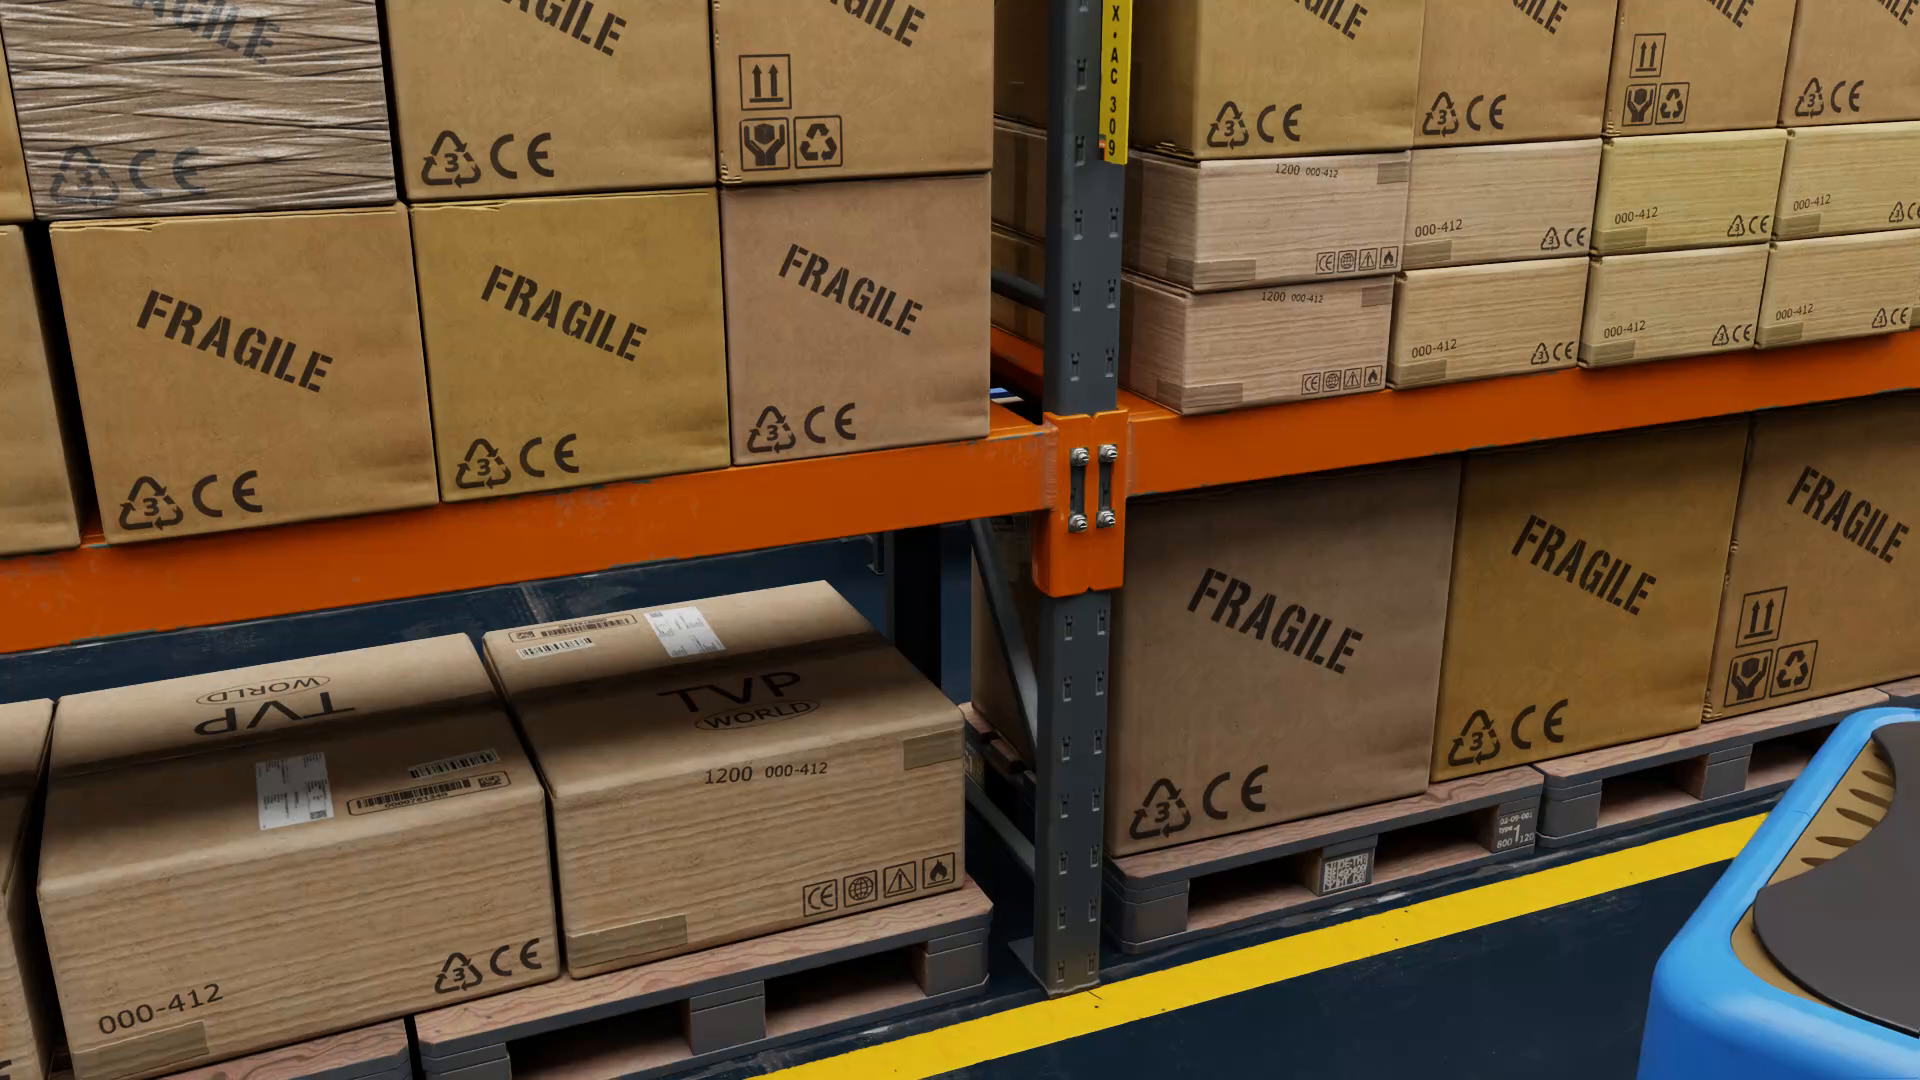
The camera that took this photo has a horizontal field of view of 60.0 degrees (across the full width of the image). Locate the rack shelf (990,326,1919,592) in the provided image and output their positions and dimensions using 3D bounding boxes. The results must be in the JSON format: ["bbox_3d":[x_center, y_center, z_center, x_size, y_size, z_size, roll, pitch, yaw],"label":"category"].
[{"bbox_3d":[1.893,-0.488,4.475,4.000,0.370,1.077,-8,21,-22],"label":"rack shelf"}]

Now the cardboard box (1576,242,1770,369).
[{"bbox_3d":[1.516,-0.602,3.941,0.500,0.250,0.500,-8,21,-22],"label":"cardboard box"}]

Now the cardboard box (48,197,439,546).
[{"bbox_3d":[-1.194,-0.332,2.799,0.500,0.500,0.500,-8,21,-23],"label":"cardboard box"}]

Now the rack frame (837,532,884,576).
[{"bbox_3d":[-0.388,-0.652,6.115,0.032,1.500,0.500,-8,21,-22],"label":"rack frame"}]

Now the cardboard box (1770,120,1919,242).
[{"bbox_3d":[1.977,-0.904,4.045,0.500,0.250,0.500,-9,21,-24],"label":"cardboard box"}]

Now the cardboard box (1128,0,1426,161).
[{"bbox_3d":[0.574,-1.053,3.341,0.500,0.500,0.500,-8,21,-21],"label":"cardboard box"}]

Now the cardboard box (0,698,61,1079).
[{"bbox_3d":[-2.213,0.732,3.152,0.875,0.438,0.875,-8,21,-20],"label":"cardboard box"}]

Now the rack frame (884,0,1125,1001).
[{"bbox_3d":[0.056,-0.564,3.608,0.127,3.000,1.000,-8,21,-22],"label":"rack frame"}]

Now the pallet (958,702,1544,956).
[{"bbox_3d":[0.735,0.627,4.425,1.213,0.211,1.003,-8,21,-22],"label":"pallet"}]

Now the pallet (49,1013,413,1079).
[{"bbox_3d":[-1.795,0.989,3.395,1.213,0.211,1.003,-8,21,-22],"label":"pallet"}]

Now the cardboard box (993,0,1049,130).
[{"bbox_3d":[0.367,-1.218,3.810,0.500,0.500,0.500,-7,21,-20],"label":"cardboard box"}]

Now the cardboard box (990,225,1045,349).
[{"bbox_3d":[0.368,-0.629,4.019,0.500,0.250,0.500,-9,21,-23],"label":"cardboard box"}]

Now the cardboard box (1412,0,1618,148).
[{"bbox_3d":[1.030,-1.129,3.555,0.500,0.500,0.500,-8,21,-22],"label":"cardboard box"}]

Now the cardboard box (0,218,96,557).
[{"bbox_3d":[-1.681,-0.268,2.617,0.500,0.500,0.500,-7,21,-20],"label":"cardboard box"}]

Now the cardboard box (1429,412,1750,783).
[{"bbox_3d":[1.420,0.013,4.536,0.875,0.875,0.875,-8,21,-20],"label":"cardboard box"}]

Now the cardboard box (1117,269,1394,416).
[{"bbox_3d":[0.565,-0.471,3.569,0.500,0.250,0.500,-9,21,-23],"label":"cardboard box"}]

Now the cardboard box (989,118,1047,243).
[{"bbox_3d":[0.365,-0.861,3.925,0.500,0.250,0.500,-8,21,-22],"label":"cardboard box"}]

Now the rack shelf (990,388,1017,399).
[{"bbox_3d":[0.078,-0.549,6.365,1.000,0.185,0.538,-8,21,-22],"label":"rack shelf"}]

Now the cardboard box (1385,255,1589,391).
[{"bbox_3d":[1.040,-0.539,3.763,0.500,0.250,0.500,-9,21,-23],"label":"cardboard box"}]

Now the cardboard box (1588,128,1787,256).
[{"bbox_3d":[1.514,-0.837,3.855,0.500,0.250,0.500,-8,21,-21],"label":"cardboard box"}]

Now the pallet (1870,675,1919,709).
[{"bbox_3d":[2.975,0.306,5.336,1.213,0.211,1.003,-8,21,-22],"label":"pallet"}]

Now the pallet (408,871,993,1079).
[{"bbox_3d":[-0.673,0.827,3.855,1.213,0.211,1.003,-8,21,-22],"label":"pallet"}]

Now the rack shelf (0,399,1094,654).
[{"bbox_3d":[-1.780,0.038,2.980,4.000,0.370,1.077,-8,21,-22],"label":"rack shelf"}]

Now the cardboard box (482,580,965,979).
[{"bbox_3d":[-0.563,0.496,3.822,0.875,0.438,0.875,-8,21,-23],"label":"cardboard box"}]

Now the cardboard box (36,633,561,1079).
[{"bbox_3d":[-1.384,0.614,3.487,0.875,0.438,0.875,-9,21,-24],"label":"cardboard box"}]

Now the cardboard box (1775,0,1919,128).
[{"bbox_3d":[1.964,-1.264,3.939,0.500,0.500,0.500,-9,21,-23],"label":"cardboard box"}]

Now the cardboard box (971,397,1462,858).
[{"bbox_3d":[0.594,0.134,4.192,0.875,0.875,0.875,-7,21,-20],"label":"cardboard box"}]

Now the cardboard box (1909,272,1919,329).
[{"bbox_3d":[2.436,-0.741,4.335,0.500,0.250,0.500,-8,21,-22],"label":"cardboard box"}]

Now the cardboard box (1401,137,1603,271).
[{"bbox_3d":[1.040,-0.778,3.689,0.500,0.250,0.500,-8,21,-21],"label":"cardboard box"}]

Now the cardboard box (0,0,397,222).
[{"bbox_3d":[-1.200,-0.803,2.629,0.500,0.500,0.500,-8,21,-21],"label":"cardboard box"}]

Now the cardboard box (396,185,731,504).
[{"bbox_3d":[-0.738,-0.403,3.000,0.500,0.500,0.500,-9,21,-23],"label":"cardboard box"}]

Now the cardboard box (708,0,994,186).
[{"bbox_3d":[-0.267,-0.937,3.010,0.500,0.500,0.500,-8,21,-22],"label":"cardboard box"}]

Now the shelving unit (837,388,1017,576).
[{"bbox_3d":[0.078,-0.719,6.305,1.048,1.500,0.538,-8,21,-22],"label":"shelving unit"}]

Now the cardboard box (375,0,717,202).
[{"bbox_3d":[-0.737,-0.872,2.827,0.500,0.500,0.500,-8,21,-23],"label":"cardboard box"}]

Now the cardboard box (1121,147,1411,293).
[{"bbox_3d":[0.572,-0.701,3.470,0.500,0.250,0.500,-9,21,-23],"label":"cardboard box"}]

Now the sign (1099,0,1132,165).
[{"bbox_3d":[0.278,-0.841,2.971,0.005,0.325,0.100,-8,21,-22],"label":"sign"}]

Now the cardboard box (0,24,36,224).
[{"bbox_3d":[-1.664,-0.739,2.449,0.500,0.500,0.500,-8,21,-22],"label":"cardboard box"}]

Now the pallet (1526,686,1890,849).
[{"bbox_3d":[1.857,0.465,4.884,1.213,0.211,1.003,-8,21,-22],"label":"pallet"}]

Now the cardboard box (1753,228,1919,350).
[{"bbox_3d":[1.979,-0.665,4.120,0.500,0.250,0.500,-9,21,-23],"label":"cardboard box"}]

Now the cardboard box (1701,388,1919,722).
[{"bbox_3d":[2.241,-0.105,4.870,0.875,0.875,0.875,-8,21,-21],"label":"cardboard box"}]

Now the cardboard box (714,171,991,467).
[{"bbox_3d":[-0.268,-0.472,3.197,0.500,0.500,0.500,-8,21,-21],"label":"cardboard box"}]

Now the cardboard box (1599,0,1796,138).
[{"bbox_3d":[1.492,-1.194,3.740,0.500,0.500,0.500,-9,21,-23],"label":"cardboard box"}]
